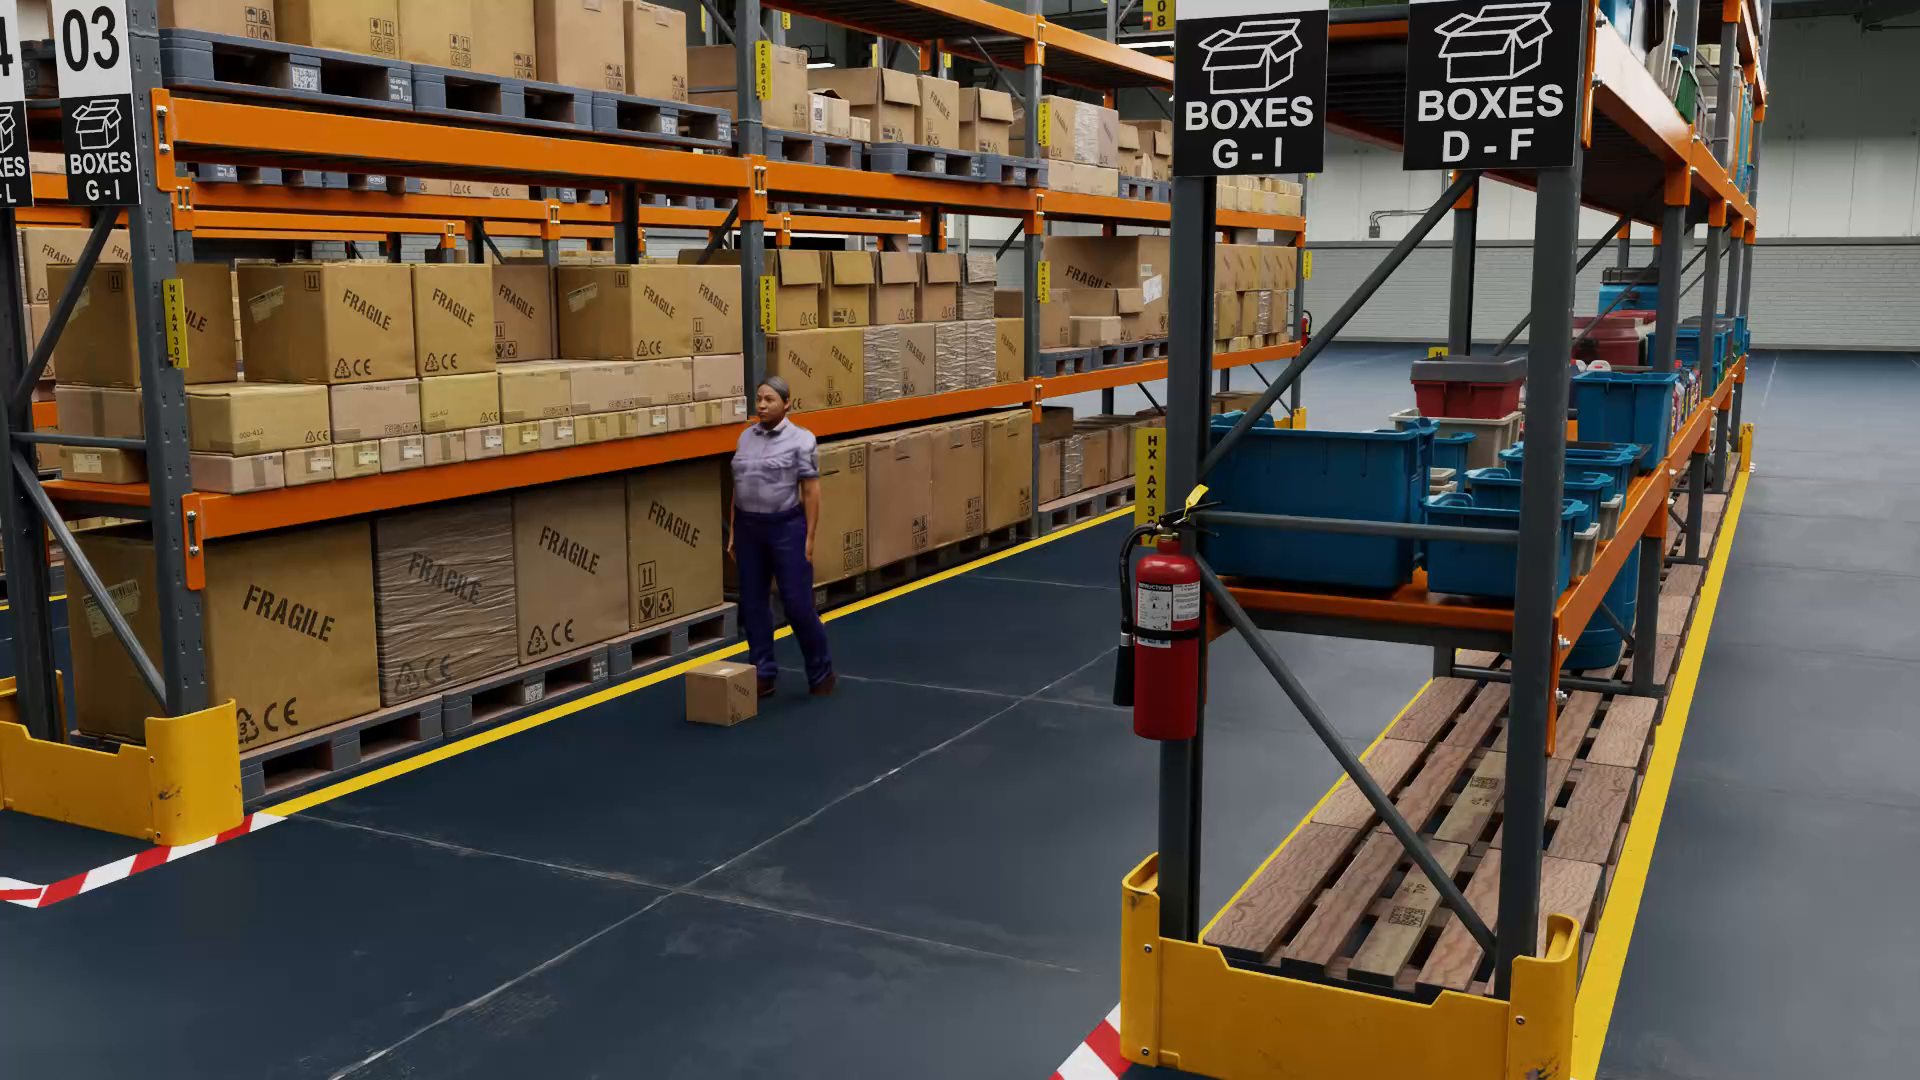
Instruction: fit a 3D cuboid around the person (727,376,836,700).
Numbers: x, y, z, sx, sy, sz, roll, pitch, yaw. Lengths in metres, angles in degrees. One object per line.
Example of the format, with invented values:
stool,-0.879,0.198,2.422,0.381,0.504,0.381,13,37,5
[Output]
person,-0.952,0.027,8.462,0.492,1.714,0.488,5,10,26
